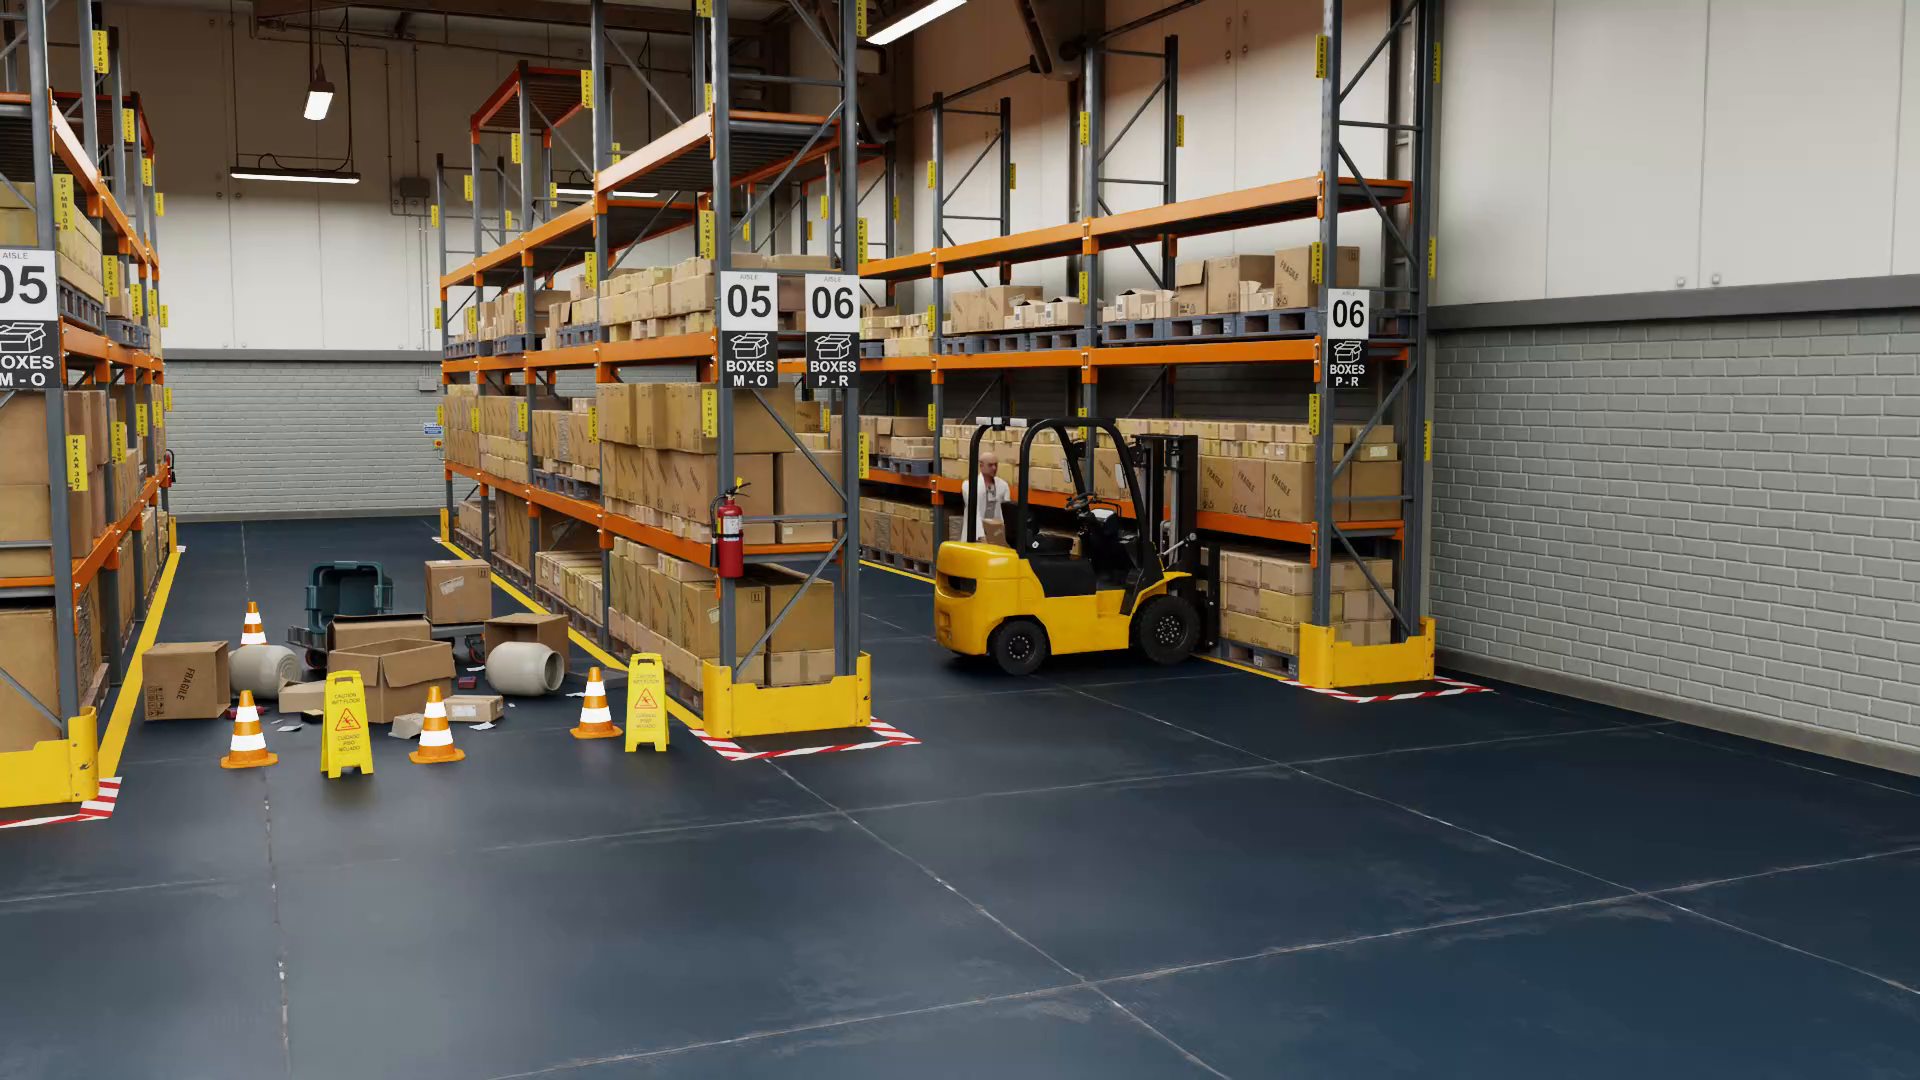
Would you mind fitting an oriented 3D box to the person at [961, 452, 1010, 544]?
[{"bbox_3d":[0.277,0.014,16.597,0.531,1.774,0.573,-2,6,-25],"label":"person"}]
